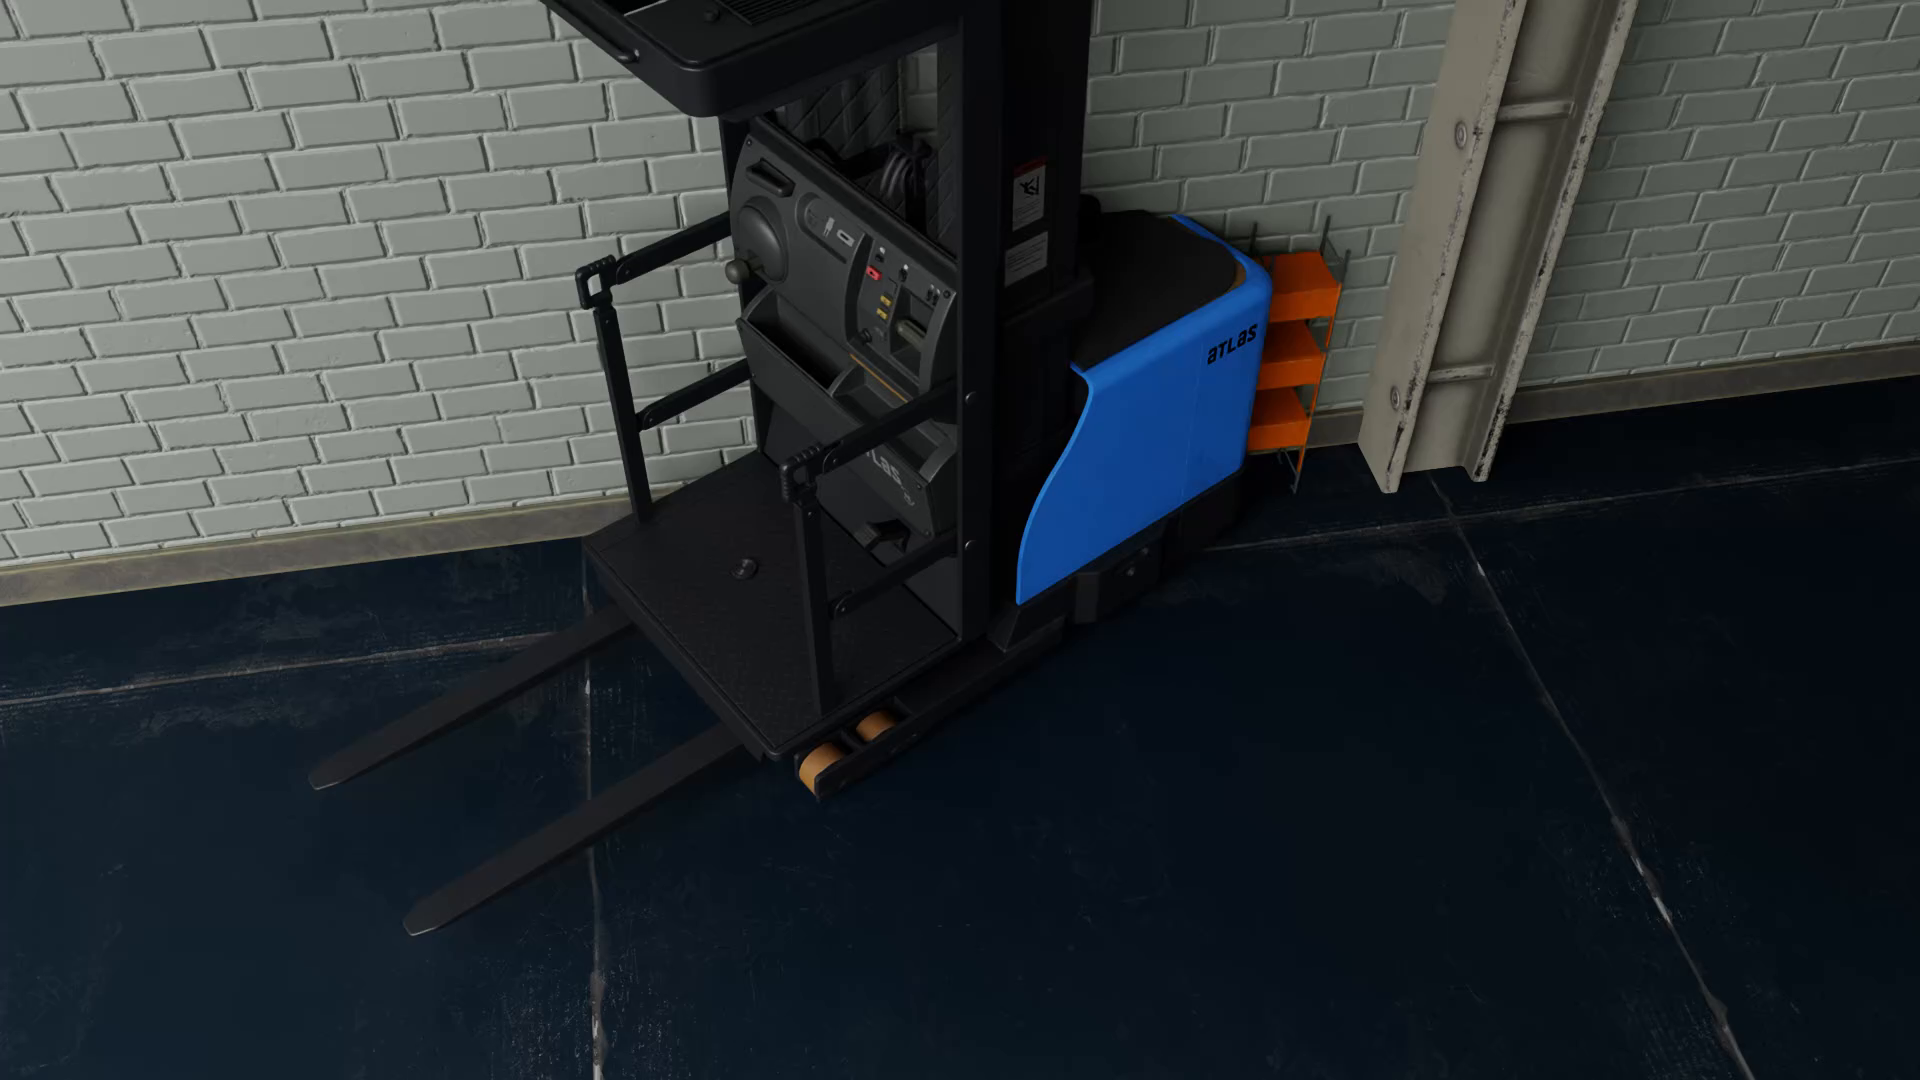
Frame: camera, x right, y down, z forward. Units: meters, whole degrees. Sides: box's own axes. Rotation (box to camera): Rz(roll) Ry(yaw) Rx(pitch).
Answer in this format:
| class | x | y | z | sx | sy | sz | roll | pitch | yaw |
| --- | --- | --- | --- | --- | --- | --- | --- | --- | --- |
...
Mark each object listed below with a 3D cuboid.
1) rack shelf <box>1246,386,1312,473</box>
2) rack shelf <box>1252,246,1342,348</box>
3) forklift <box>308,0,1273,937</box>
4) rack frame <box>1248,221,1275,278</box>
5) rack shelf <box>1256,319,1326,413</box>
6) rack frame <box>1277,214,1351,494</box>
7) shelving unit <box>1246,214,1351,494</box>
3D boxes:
| class | x | y | z | sx | sy | sz | roll | pitch | yaw |
| --- | --- | --- | --- | --- | --- | --- | --- | --- | --- |
| rack shelf | 1.056 | -0.385 | 5.789 | 0.240 | 0.259 | 0.215 | -7 | 47 | -8 |
| rack shelf | 1.066 | -0.775 | 5.386 | 0.240 | 0.259 | 0.215 | -7 | 47 | -8 |
| forklift | -0.492 | -0.679 | 4.369 | 3.031 | 2.935 | 1.130 | -30 | 53 | -26 |
| rack frame | 0.941 | -0.571 | 5.565 | 0.008 | 1.050 | 0.200 | -7 | 47 | -8 |
| rack shelf | 1.061 | -0.578 | 5.590 | 0.240 | 0.259 | 0.215 | -7 | 47 | -8 |
| rack frame | 1.181 | -0.600 | 5.599 | 0.008 | 1.050 | 0.200 | -7 | 47 | -8 |
| shelving unit | 1.061 | -0.586 | 5.582 | 0.252 | 1.050 | 0.215 | -7 | 47 | -8 |
